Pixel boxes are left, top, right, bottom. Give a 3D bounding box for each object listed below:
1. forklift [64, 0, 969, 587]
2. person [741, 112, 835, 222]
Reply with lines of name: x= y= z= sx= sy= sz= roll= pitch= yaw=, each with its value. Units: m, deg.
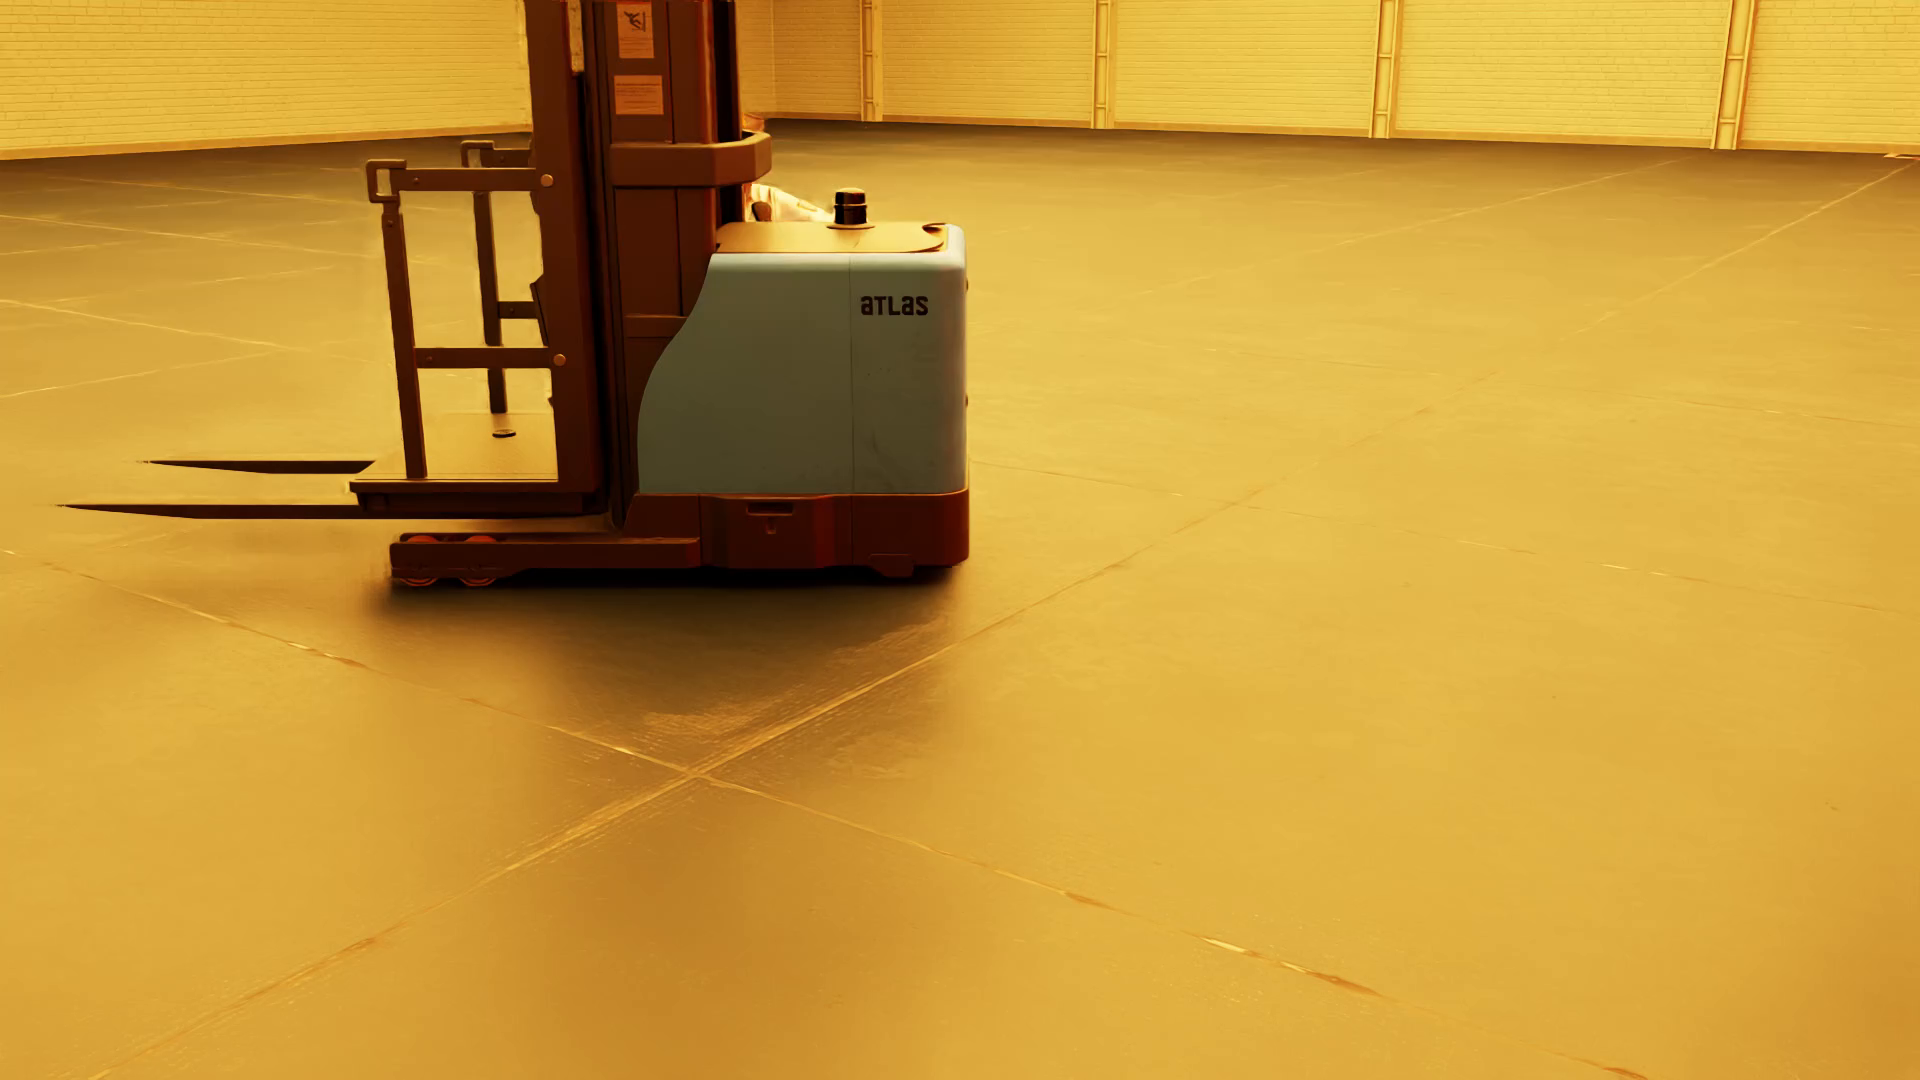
forklift: x=-1.485 y=-1.402 z=5.522 sx=3.031 sy=2.935 sz=1.130 roll=0 pitch=17 yaw=0
person: x=-0.813 y=-0.840 z=6.206 sx=0.968 sy=1.452 sz=0.796 roll=-8 pitch=18 yaw=-25
